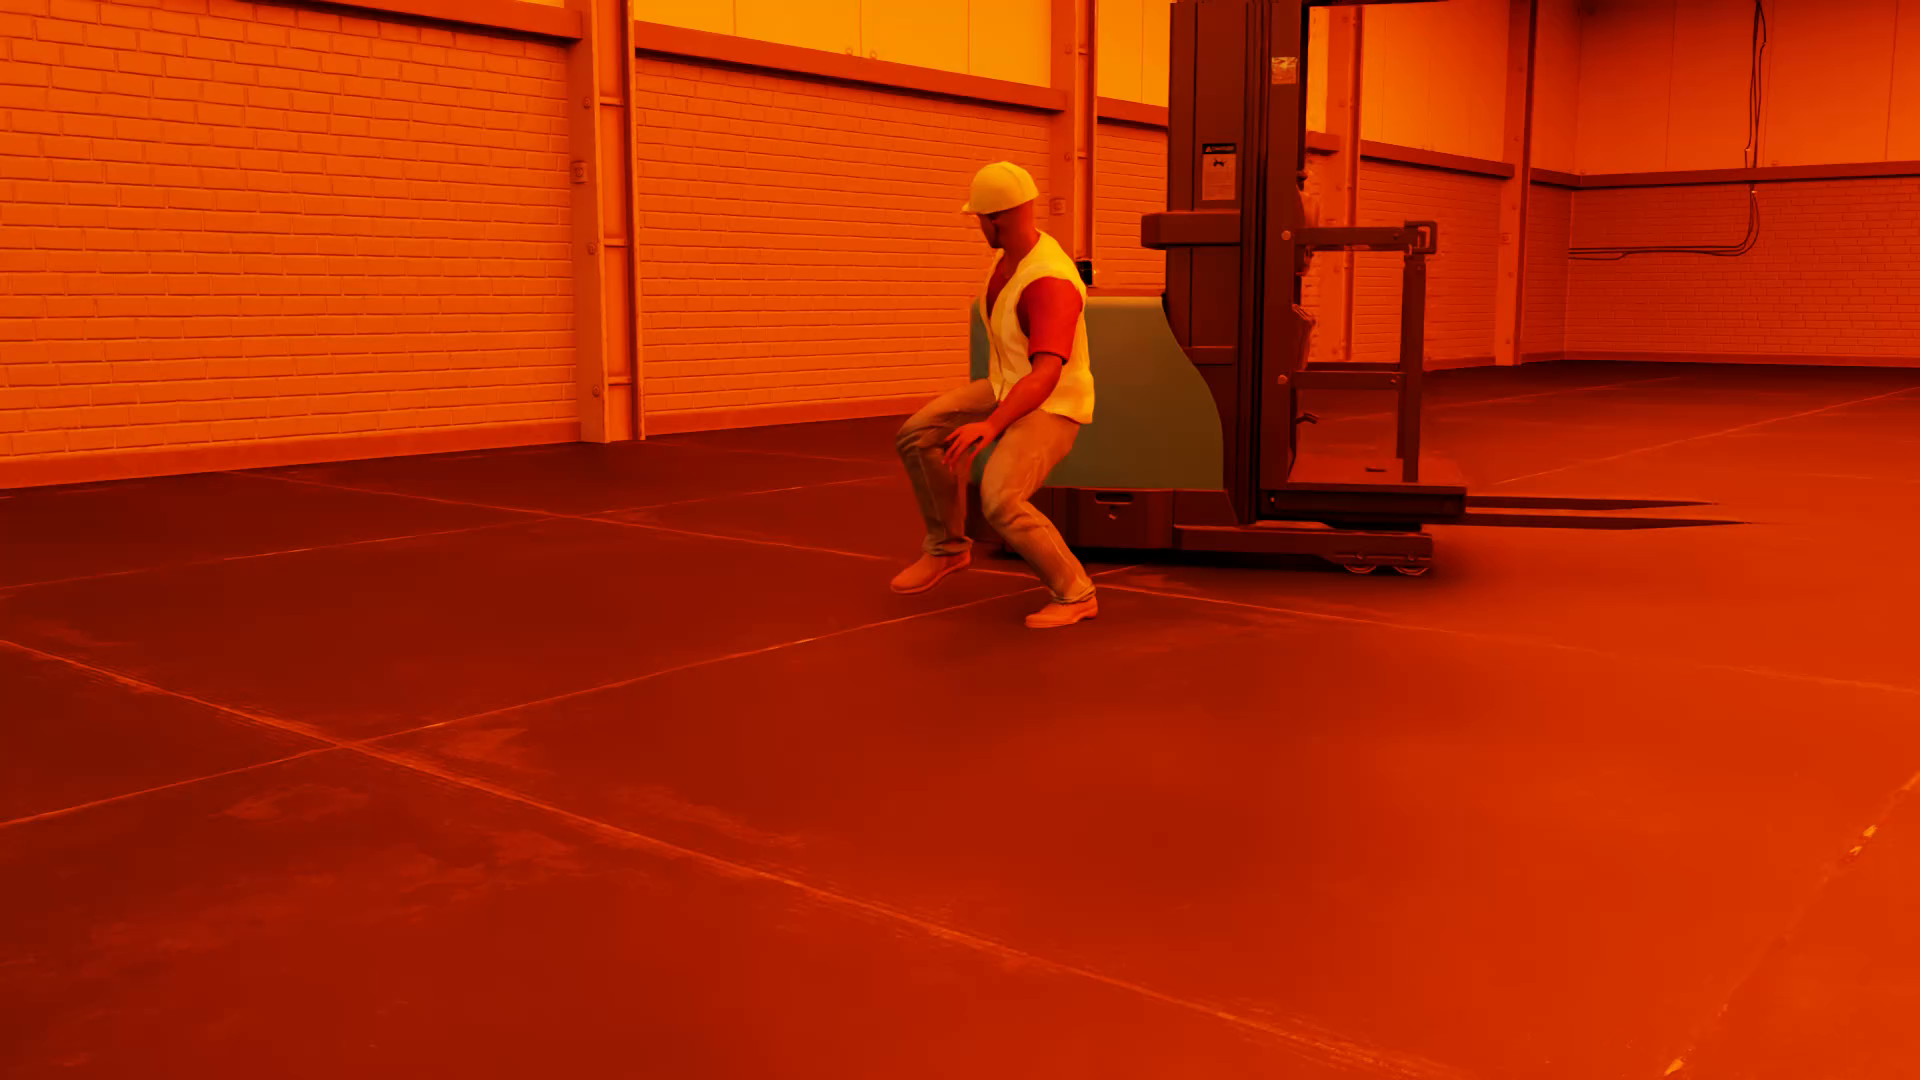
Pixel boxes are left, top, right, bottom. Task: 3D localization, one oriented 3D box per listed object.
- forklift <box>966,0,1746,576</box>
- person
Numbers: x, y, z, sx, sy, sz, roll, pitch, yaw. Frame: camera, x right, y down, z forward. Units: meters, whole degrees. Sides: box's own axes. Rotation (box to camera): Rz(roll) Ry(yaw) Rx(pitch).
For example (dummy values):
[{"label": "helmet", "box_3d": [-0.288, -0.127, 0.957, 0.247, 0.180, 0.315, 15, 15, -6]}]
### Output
[{"label": "forklift", "box_3d": [1.600, -1.396, 6.822, 3.031, 2.935, 1.130, 2, 9, 13]}, {"label": "person", "box_3d": [0.110, -0.488, 5.626, 0.705, 1.527, 0.832, -5, 10, -30]}]
